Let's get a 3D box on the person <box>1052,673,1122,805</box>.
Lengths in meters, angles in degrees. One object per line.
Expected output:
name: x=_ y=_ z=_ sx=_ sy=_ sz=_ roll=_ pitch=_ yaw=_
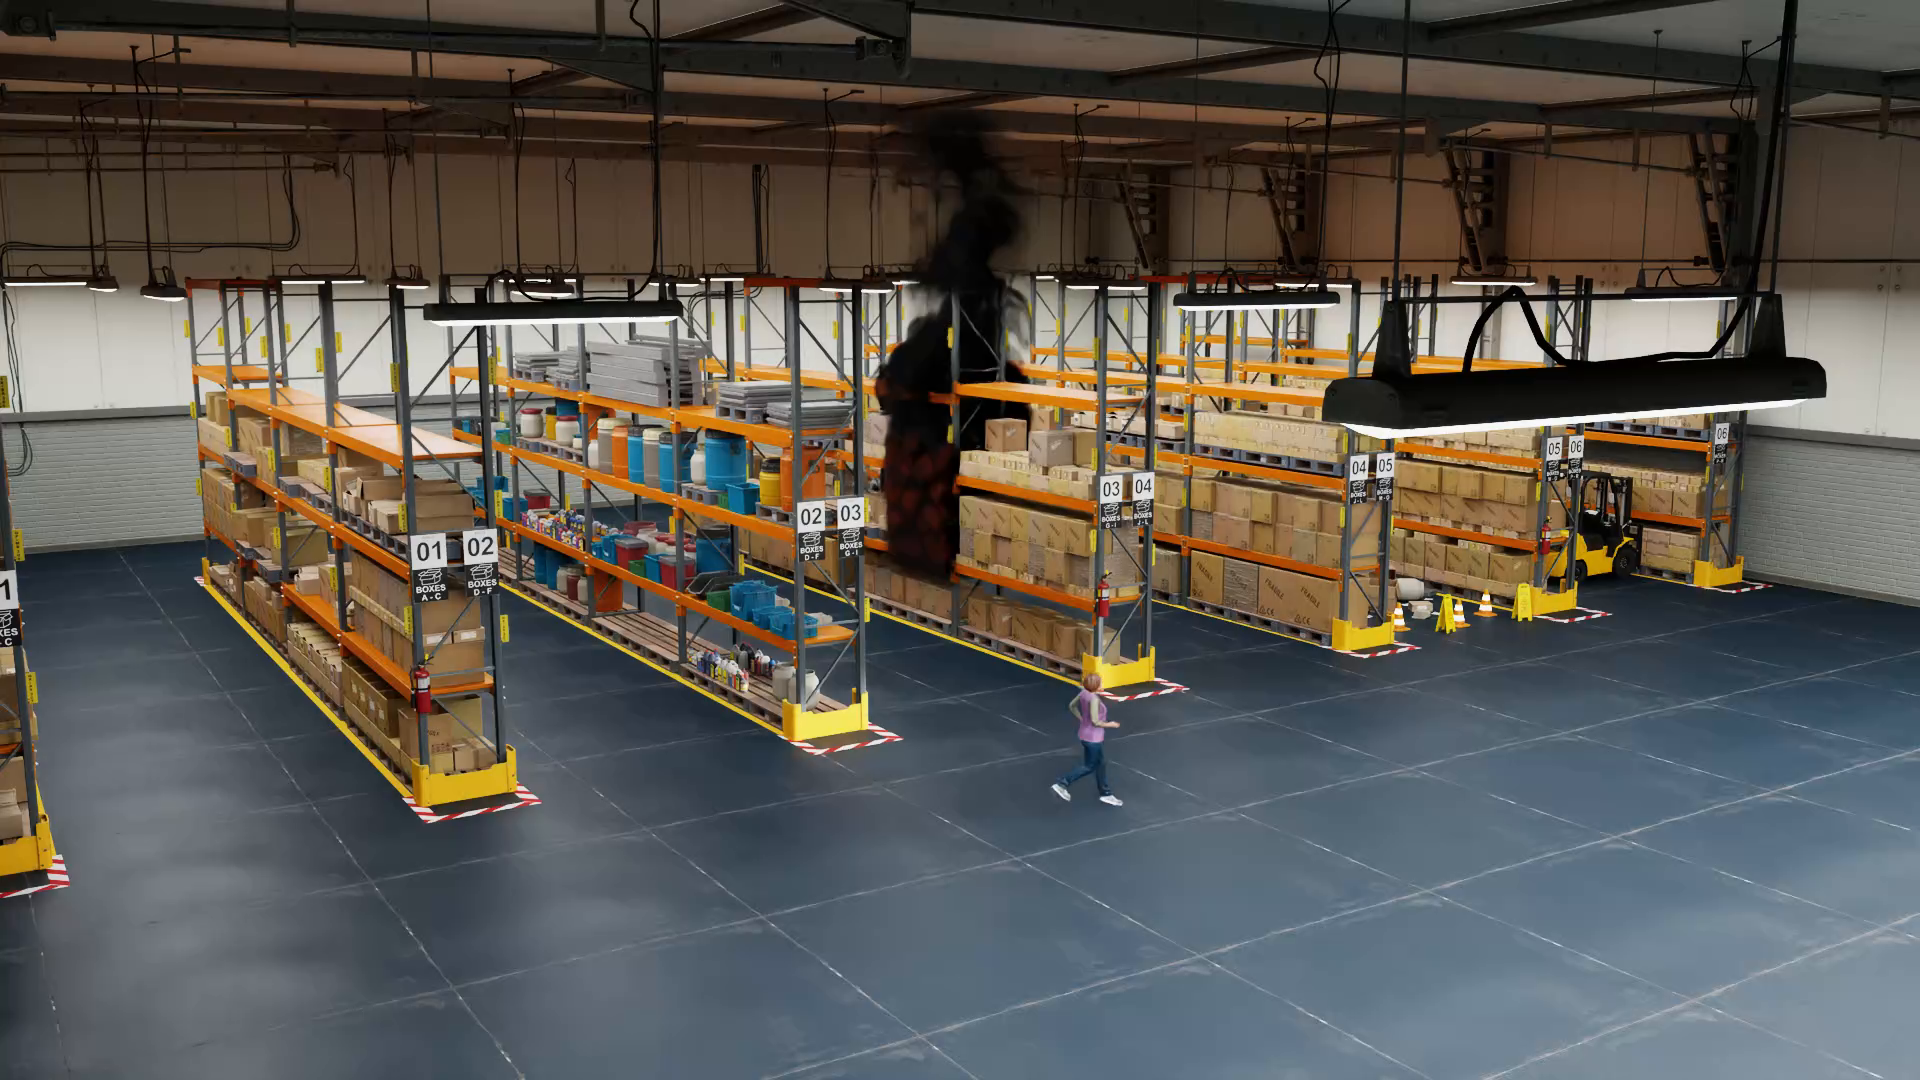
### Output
person: x=1.494 y=2.332 z=19.338 sx=0.848 sy=1.609 sz=0.559 roll=-2 pitch=10 yaw=-9

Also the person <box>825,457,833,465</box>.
person: x=-3.217 y=-1.241 z=40.488 sx=0.584 sy=1.660 sz=0.824 roll=4 pitch=10 yaw=22

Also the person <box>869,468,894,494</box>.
person: x=-1.794 y=-0.792 z=37.538 sx=0.668 sy=1.739 sz=0.967 roll=-5 pitch=11 yaw=-29
